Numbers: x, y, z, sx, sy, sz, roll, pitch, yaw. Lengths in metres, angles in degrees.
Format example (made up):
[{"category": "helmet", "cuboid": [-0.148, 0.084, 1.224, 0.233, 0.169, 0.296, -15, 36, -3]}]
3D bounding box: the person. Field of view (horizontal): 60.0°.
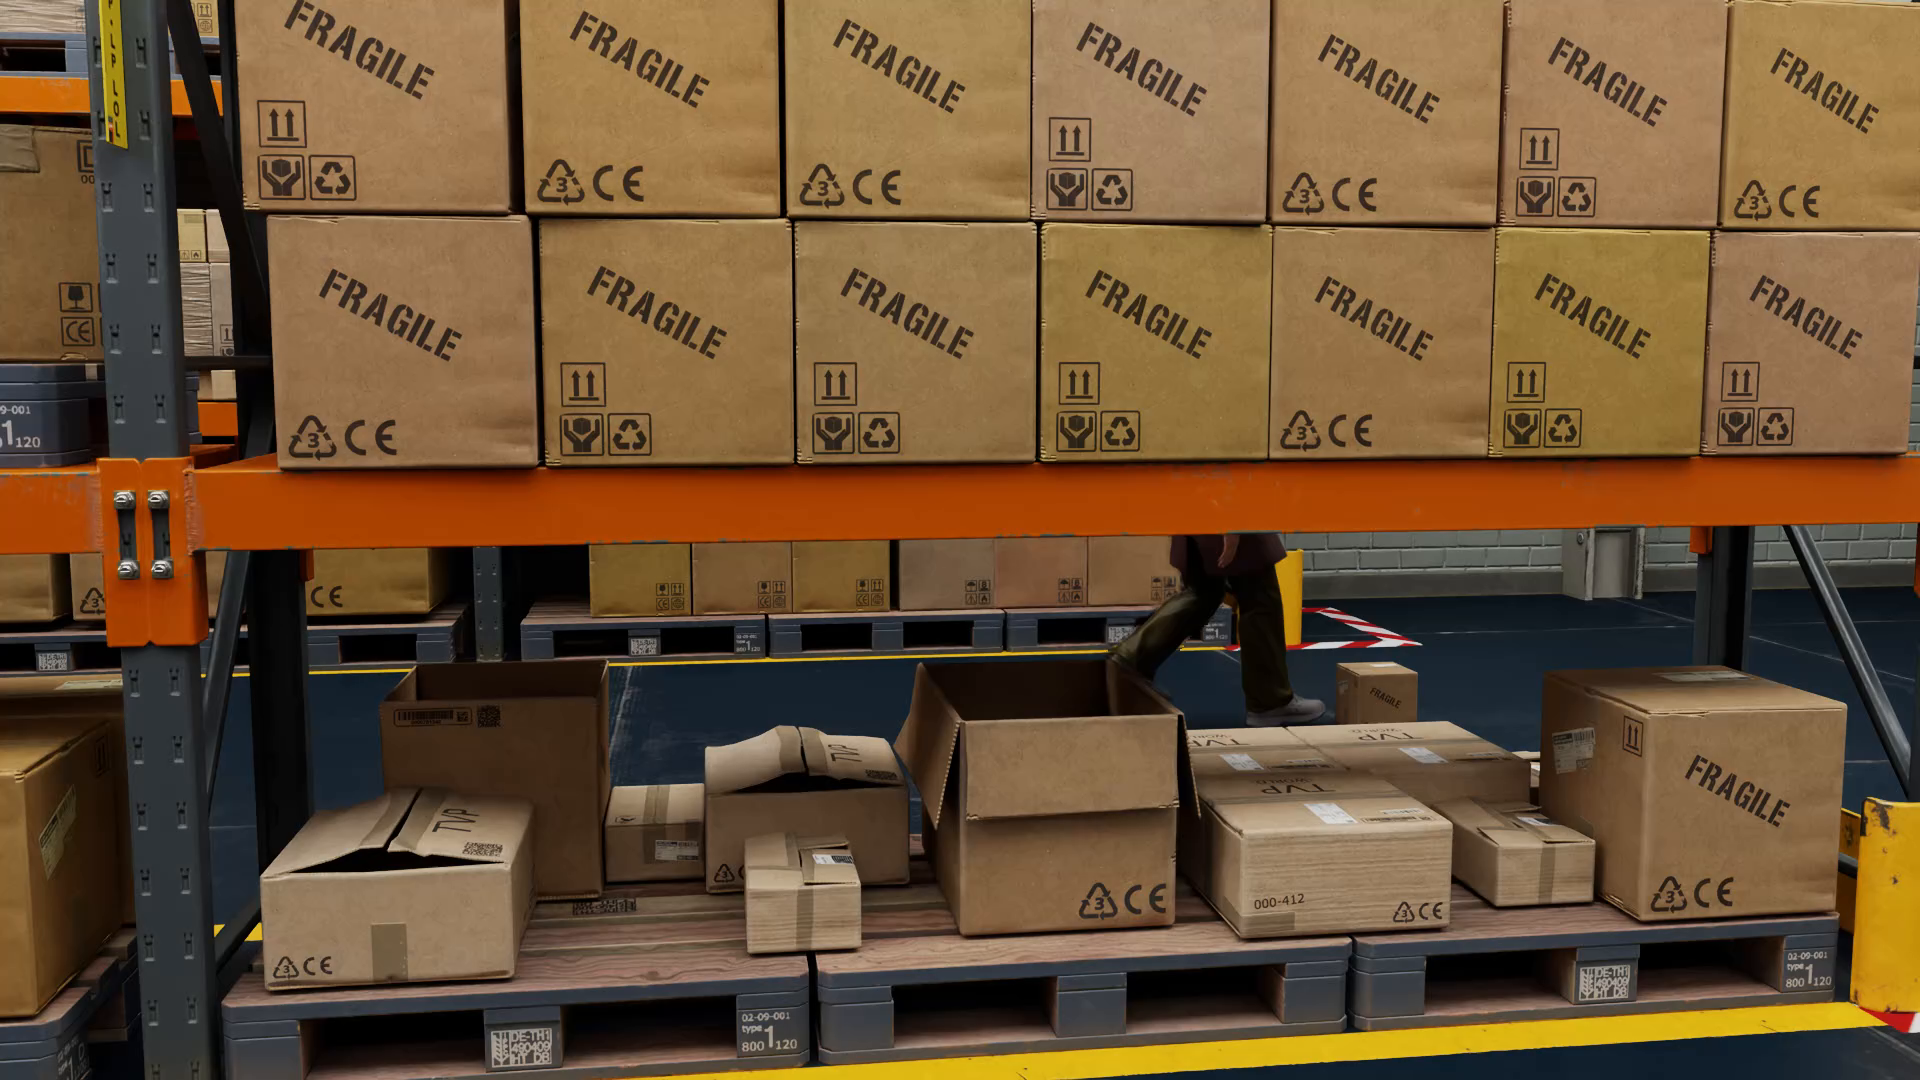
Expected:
[{"category": "person", "cuboid": [1.052, -0.114, 6.732, 0.918, 1.750, 0.581, -3, 7, -24]}]
